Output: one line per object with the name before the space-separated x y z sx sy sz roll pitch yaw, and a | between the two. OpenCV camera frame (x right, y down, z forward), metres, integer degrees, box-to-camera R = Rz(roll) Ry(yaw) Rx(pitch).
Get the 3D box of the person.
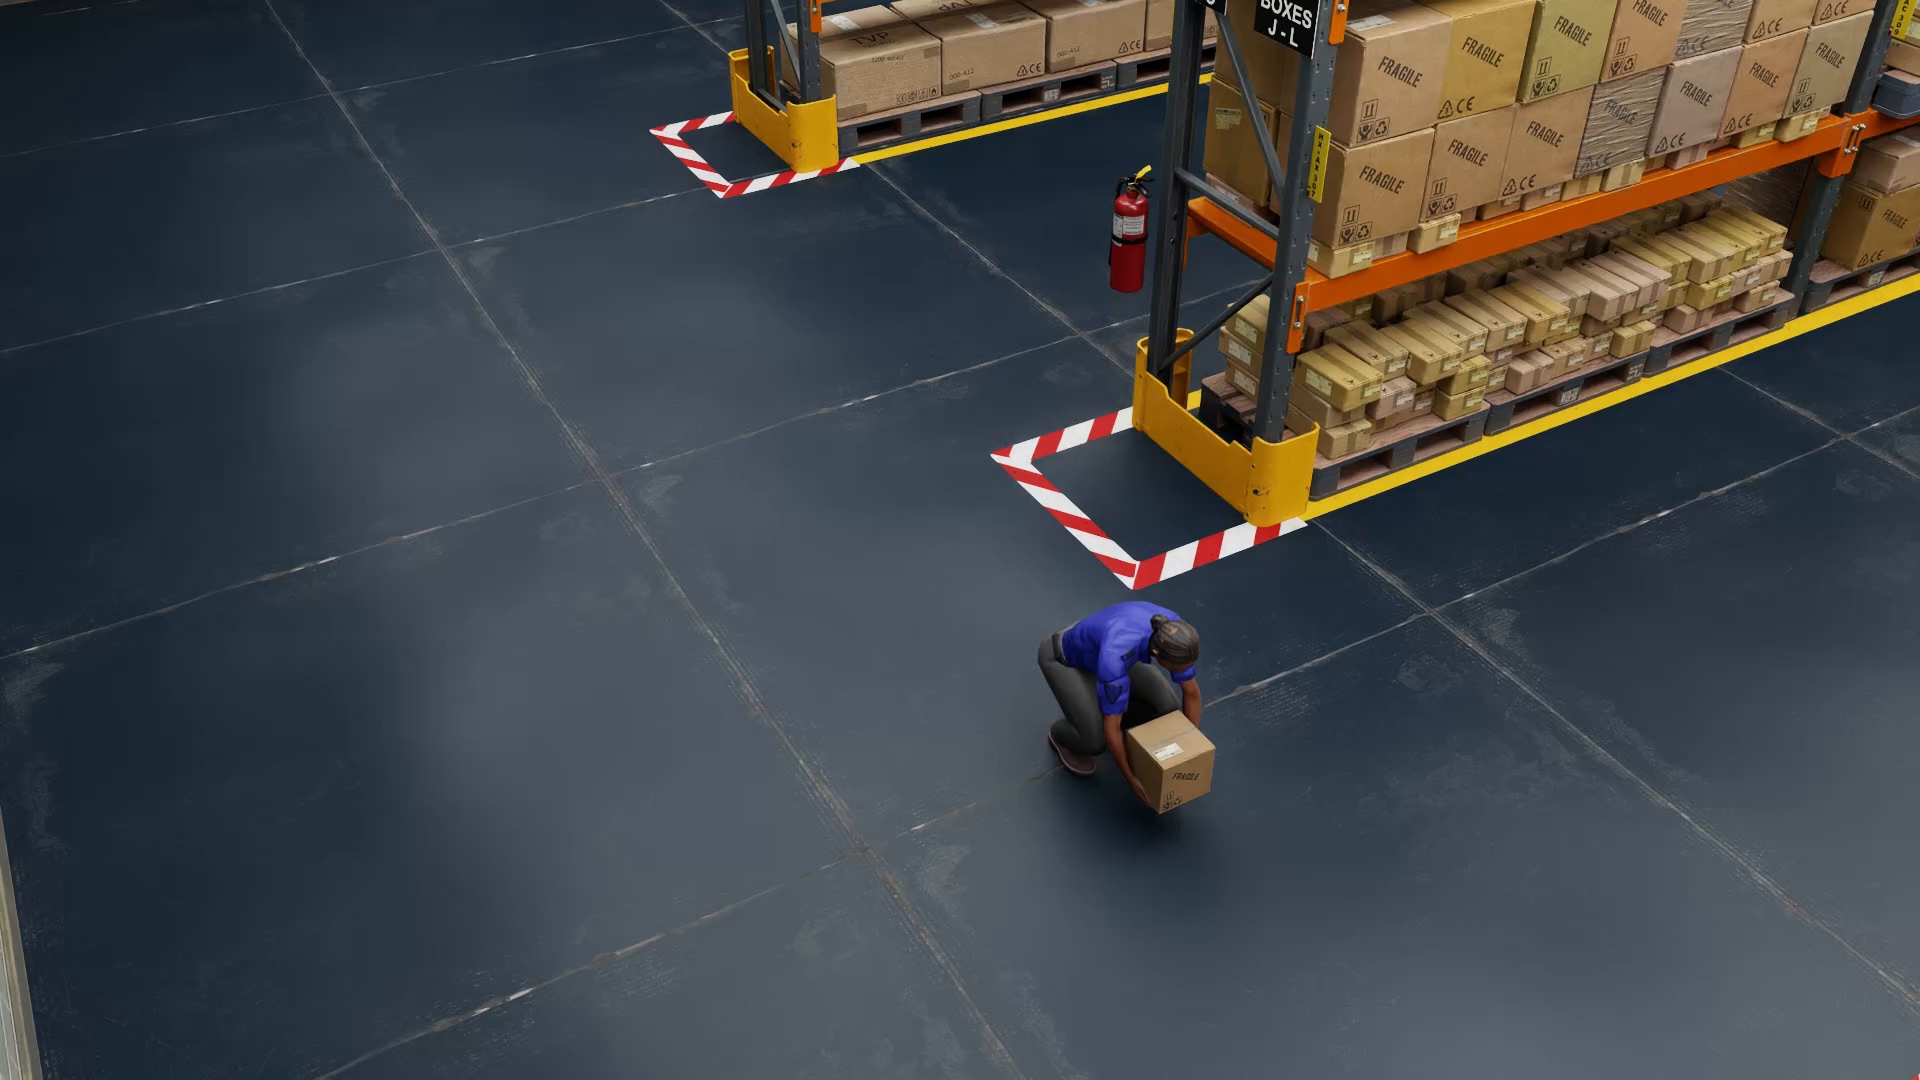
person | 0.670 0.584 6.769 0.483 0.929 0.823 -19 41 -24
